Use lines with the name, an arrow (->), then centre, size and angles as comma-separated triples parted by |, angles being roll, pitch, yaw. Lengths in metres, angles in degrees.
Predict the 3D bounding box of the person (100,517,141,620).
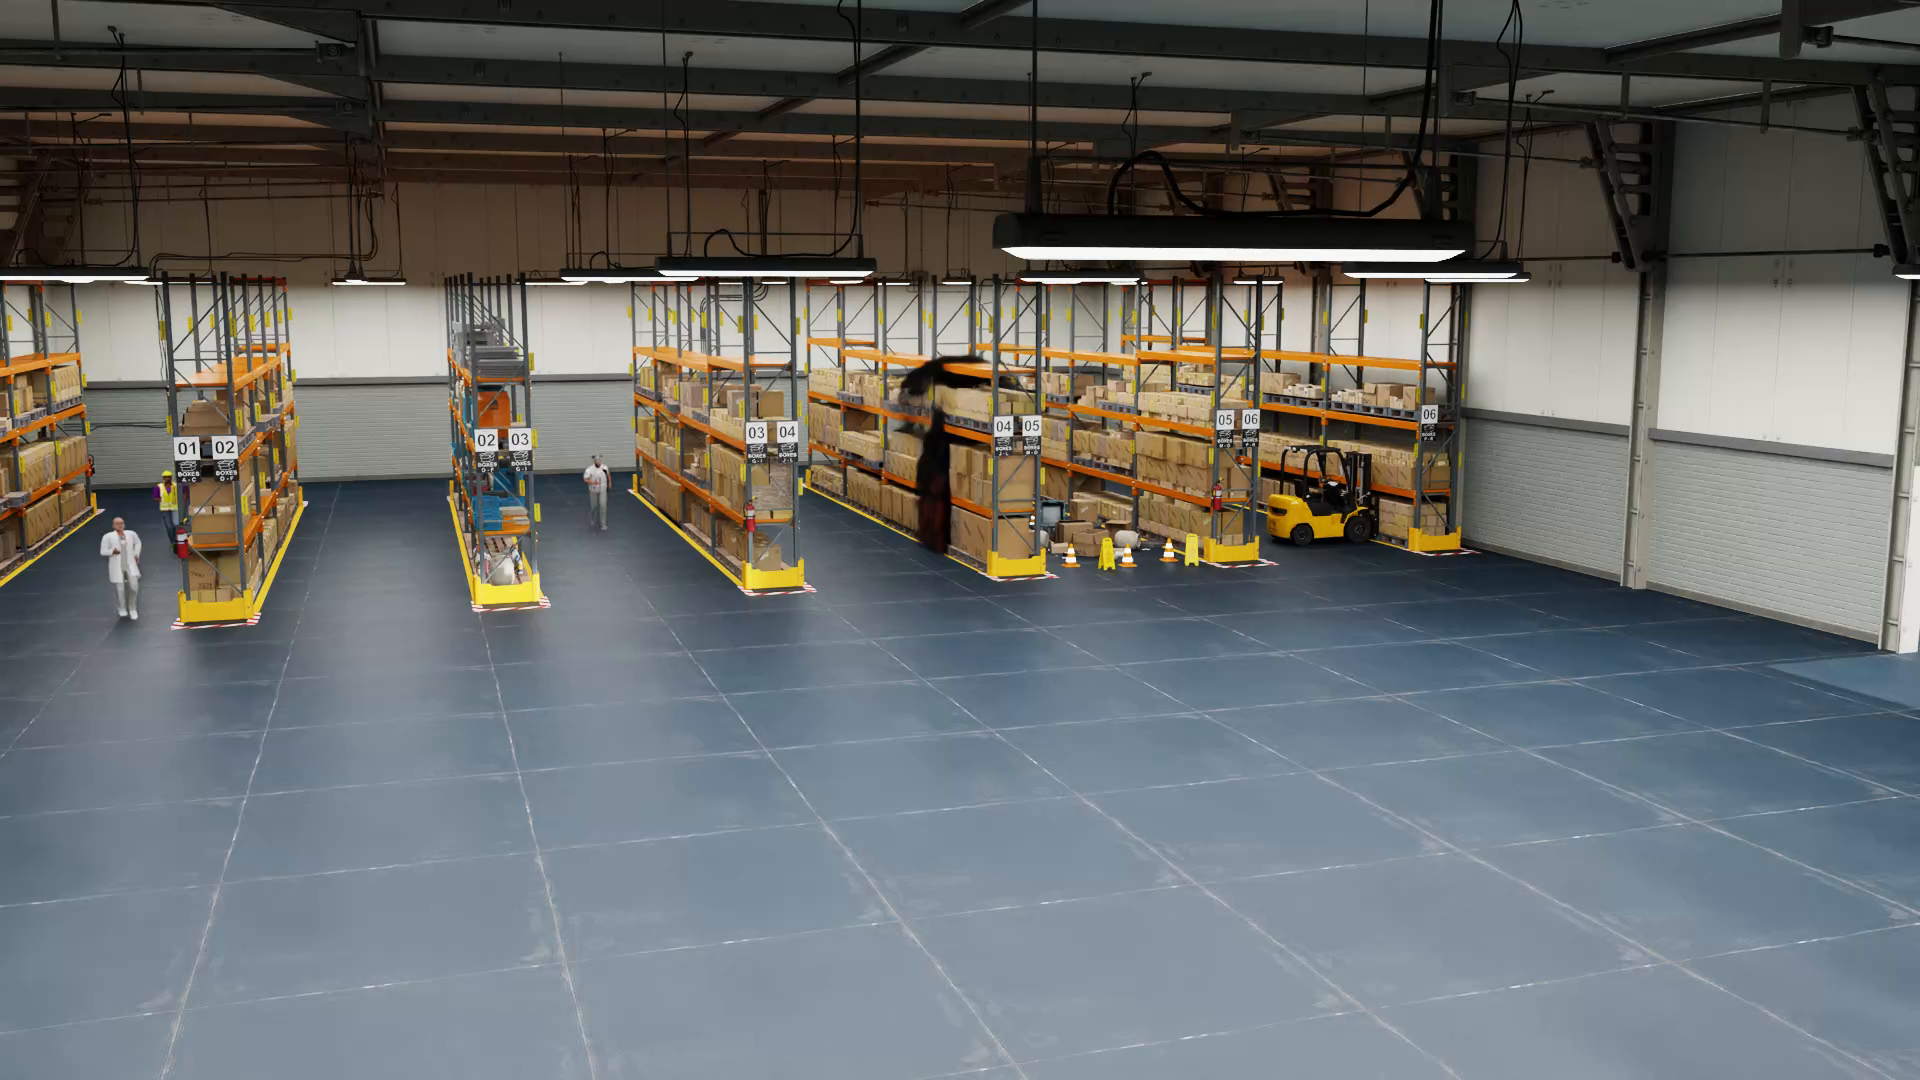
person -> -14.532, 0.507, 28.906 | 0.689, 1.805, 0.752 | -6, 11, -35

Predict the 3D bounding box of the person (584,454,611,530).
person -> -8.694, -1.169, 39.938 | 0.683, 1.815, 0.872 | -4, 9, -25

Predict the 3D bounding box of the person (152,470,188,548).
person -> -17.263, -0.615, 36.360 | 0.672, 1.823, 0.762 | -3, 9, -17
